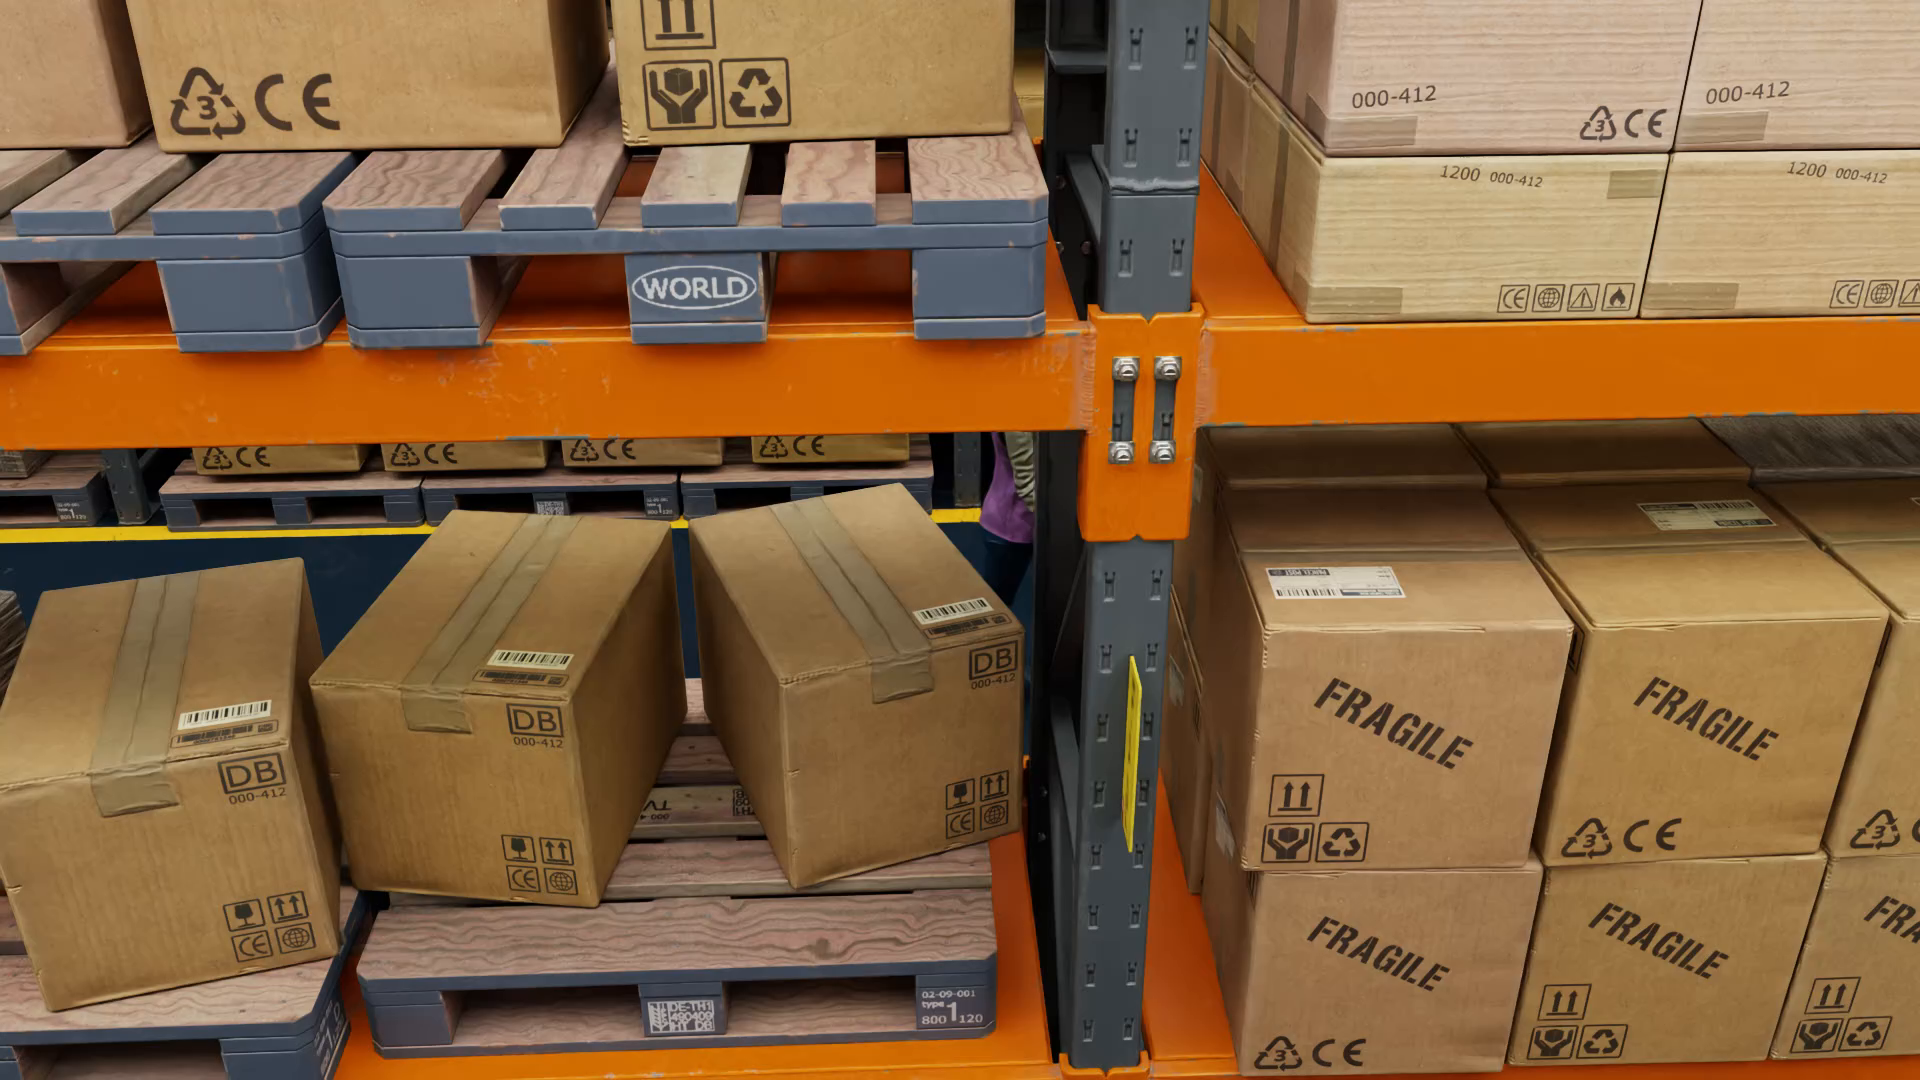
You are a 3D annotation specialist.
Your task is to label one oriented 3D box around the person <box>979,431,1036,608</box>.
[{"bbox_3d":[0.277,-0.044,6.217,0.716,1.619,0.429,6,29,11],"label":"person"}]
